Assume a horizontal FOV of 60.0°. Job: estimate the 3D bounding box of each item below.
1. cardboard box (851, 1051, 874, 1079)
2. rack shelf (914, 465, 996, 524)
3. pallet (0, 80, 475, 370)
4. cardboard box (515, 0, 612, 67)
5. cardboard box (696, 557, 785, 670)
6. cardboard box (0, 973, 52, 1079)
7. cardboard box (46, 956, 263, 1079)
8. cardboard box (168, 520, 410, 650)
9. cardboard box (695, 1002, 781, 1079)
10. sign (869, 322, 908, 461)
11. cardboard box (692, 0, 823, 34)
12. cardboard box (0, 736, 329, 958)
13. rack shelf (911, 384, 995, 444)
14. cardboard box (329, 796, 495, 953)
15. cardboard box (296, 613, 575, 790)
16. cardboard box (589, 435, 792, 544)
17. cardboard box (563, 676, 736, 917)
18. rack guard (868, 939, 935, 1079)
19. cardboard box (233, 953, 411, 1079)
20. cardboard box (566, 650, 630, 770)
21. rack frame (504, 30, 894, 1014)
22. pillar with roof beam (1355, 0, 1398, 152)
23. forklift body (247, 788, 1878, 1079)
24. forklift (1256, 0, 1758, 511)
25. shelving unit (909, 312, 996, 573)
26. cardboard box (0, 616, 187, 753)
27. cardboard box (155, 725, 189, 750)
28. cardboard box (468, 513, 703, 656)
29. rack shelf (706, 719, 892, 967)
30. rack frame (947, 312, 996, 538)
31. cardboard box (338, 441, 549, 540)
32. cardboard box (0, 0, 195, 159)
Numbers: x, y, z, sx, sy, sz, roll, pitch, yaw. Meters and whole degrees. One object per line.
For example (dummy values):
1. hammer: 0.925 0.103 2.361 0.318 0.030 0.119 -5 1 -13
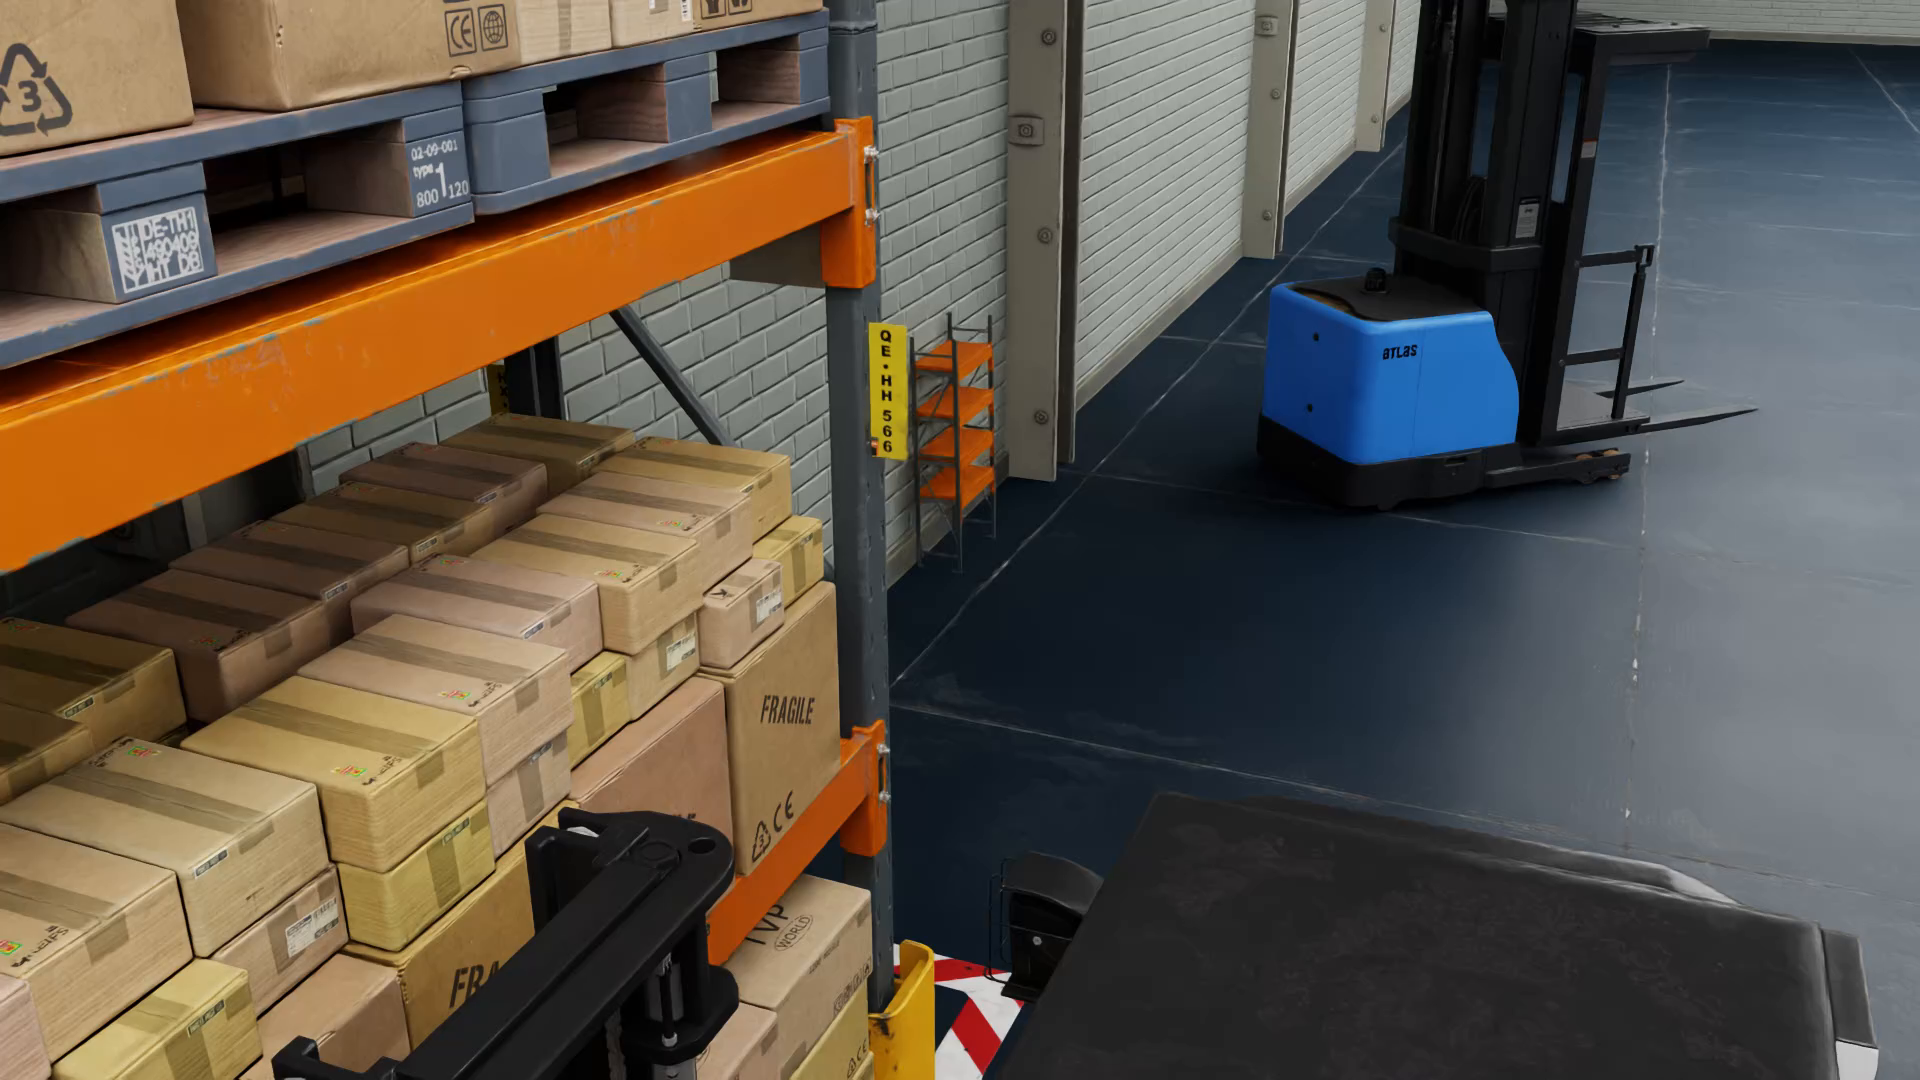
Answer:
1. cardboard box: -0.549 1.505 4.278 0.500 0.250 0.500 9 24 20
2. rack shelf: -0.020 -0.246 8.464 0.258 0.148 0.480 7 24 20
3. pallet: -1.406 -0.439 2.133 1.003 0.211 1.213 9 24 20
4. cardboard box: -0.788 -0.915 2.656 0.396 0.266 0.258 9 24 20
5. cardboard box: -0.604 0.131 3.574 0.380 0.149 0.250 9 24 21
6. cardboard box: -1.355 0.621 2.014 0.380 0.149 0.250 9 24 20
7. cardboard box: -1.198 0.676 2.270 0.380 0.149 0.250 8 24 19
8. cardboard box: -1.310 0.095 3.273 0.380 0.149 0.250 9 24 20
9. cardboard box: -0.734 1.223 3.655 0.500 0.250 0.500 9 24 21
10. sign: -0.169 -0.344 3.873 0.100 0.325 0.005 9 24 20
11. cardboard box: -0.606 -1.260 3.180 0.500 0.500 0.500 10 25 22
12. cardboard box: -1.170 0.442 2.443 0.380 0.149 0.250 9 24 21
13. rack shelf: -0.030 -0.637 8.305 0.258 0.148 0.480 7 24 20
14. cardboard box: -0.990 0.498 2.695 0.380 0.149 0.250 9 24 20
15. cardboard box: -0.895 0.270 2.855 0.380 0.149 0.250 9 24 21
16. cardboard box: -0.605 -0.108 3.759 0.380 0.149 0.250 9 24 20
17. cardboard box: -0.808 0.568 3.368 0.500 0.500 0.500 10 25 22
18. rack guard: -0.659 1.361 4.842 1.175 0.500 0.348 9 24 20
19. cardboard box: -1.175 0.933 2.494 0.500 0.500 0.500 9 24 20
20. cardboard box: -0.860 0.302 3.164 0.380 0.149 0.250 9 24 20
21. rack frame: -0.668 0.216 4.340 1.000 3.000 0.127 9 24 20
22. pillar with roof beam: 8.920 -8.257 16.841 9.100 9.000 0.400 9 24 20
23. forklift body: 0.321 1.548 2.254 2.313 2.155 1.214 9 24 20
24. forklift: 3.318 -1.855 9.389 3.031 2.935 1.130 -9 24 -20
25. shelving unit: -0.026 -0.493 8.364 0.258 1.200 0.503 7 24 20
26. cardboard box: -1.574 0.273 2.848 0.380 0.149 0.250 8 24 19
27. cardboard box: -1.578 0.405 2.917 0.380 0.149 0.250 10 25 22
28. cardboard box: -0.740 0.082 3.304 0.380 0.149 0.250 9 24 21
29. rack shelf: -1.411 1.264 2.765 1.077 0.370 4.000 9 24 20
30. rack frame: 0.062 -0.580 8.574 0.240 1.200 0.015 7 24 20
31. cardboard box: -1.148 -0.090 3.718 0.380 0.149 0.250 10 25 22
32. cardboard box: -1.332 -0.706 1.848 0.797 0.503 0.637 10 25 22
